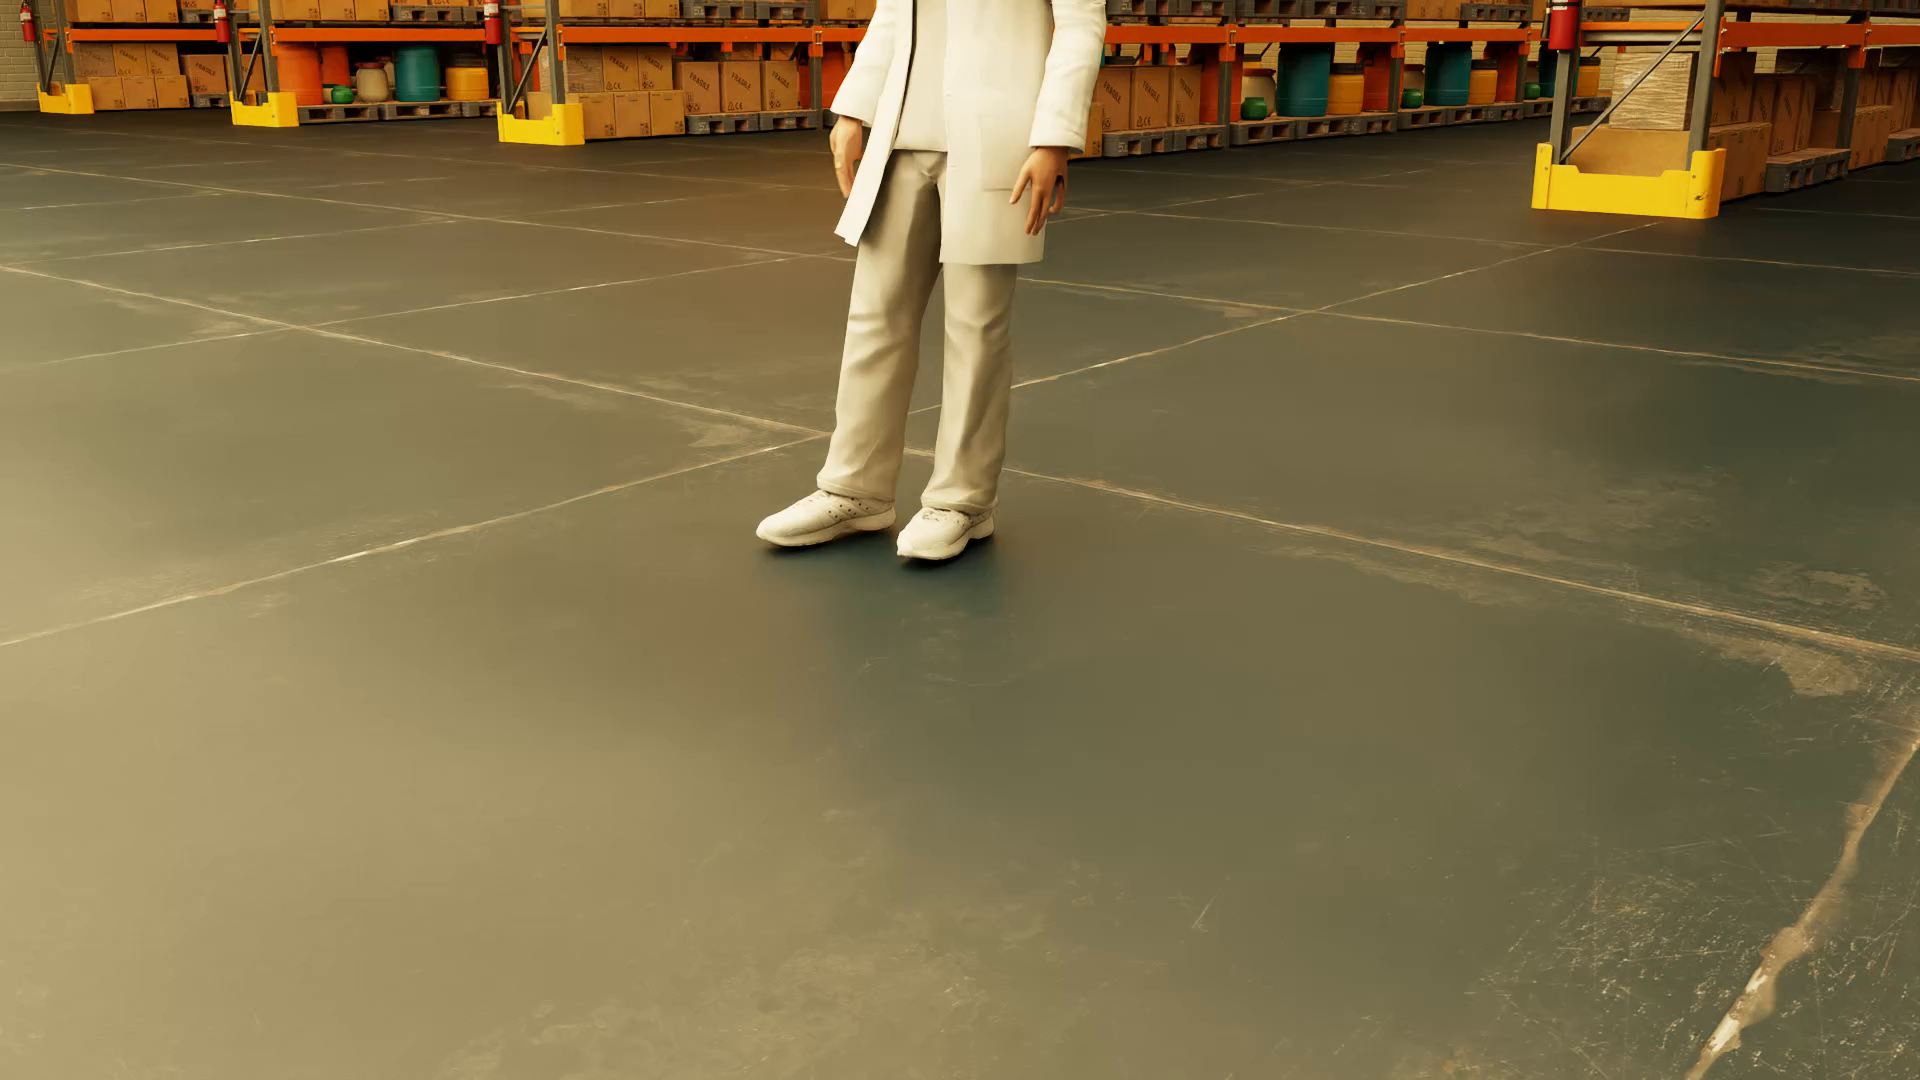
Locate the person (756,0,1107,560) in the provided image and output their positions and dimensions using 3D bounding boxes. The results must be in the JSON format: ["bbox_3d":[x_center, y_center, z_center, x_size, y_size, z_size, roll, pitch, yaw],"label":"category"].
[{"bbox_3d":[-0.061,-0.837,3.616,0.696,1.777,0.578,13,21,37],"label":"person"}]
